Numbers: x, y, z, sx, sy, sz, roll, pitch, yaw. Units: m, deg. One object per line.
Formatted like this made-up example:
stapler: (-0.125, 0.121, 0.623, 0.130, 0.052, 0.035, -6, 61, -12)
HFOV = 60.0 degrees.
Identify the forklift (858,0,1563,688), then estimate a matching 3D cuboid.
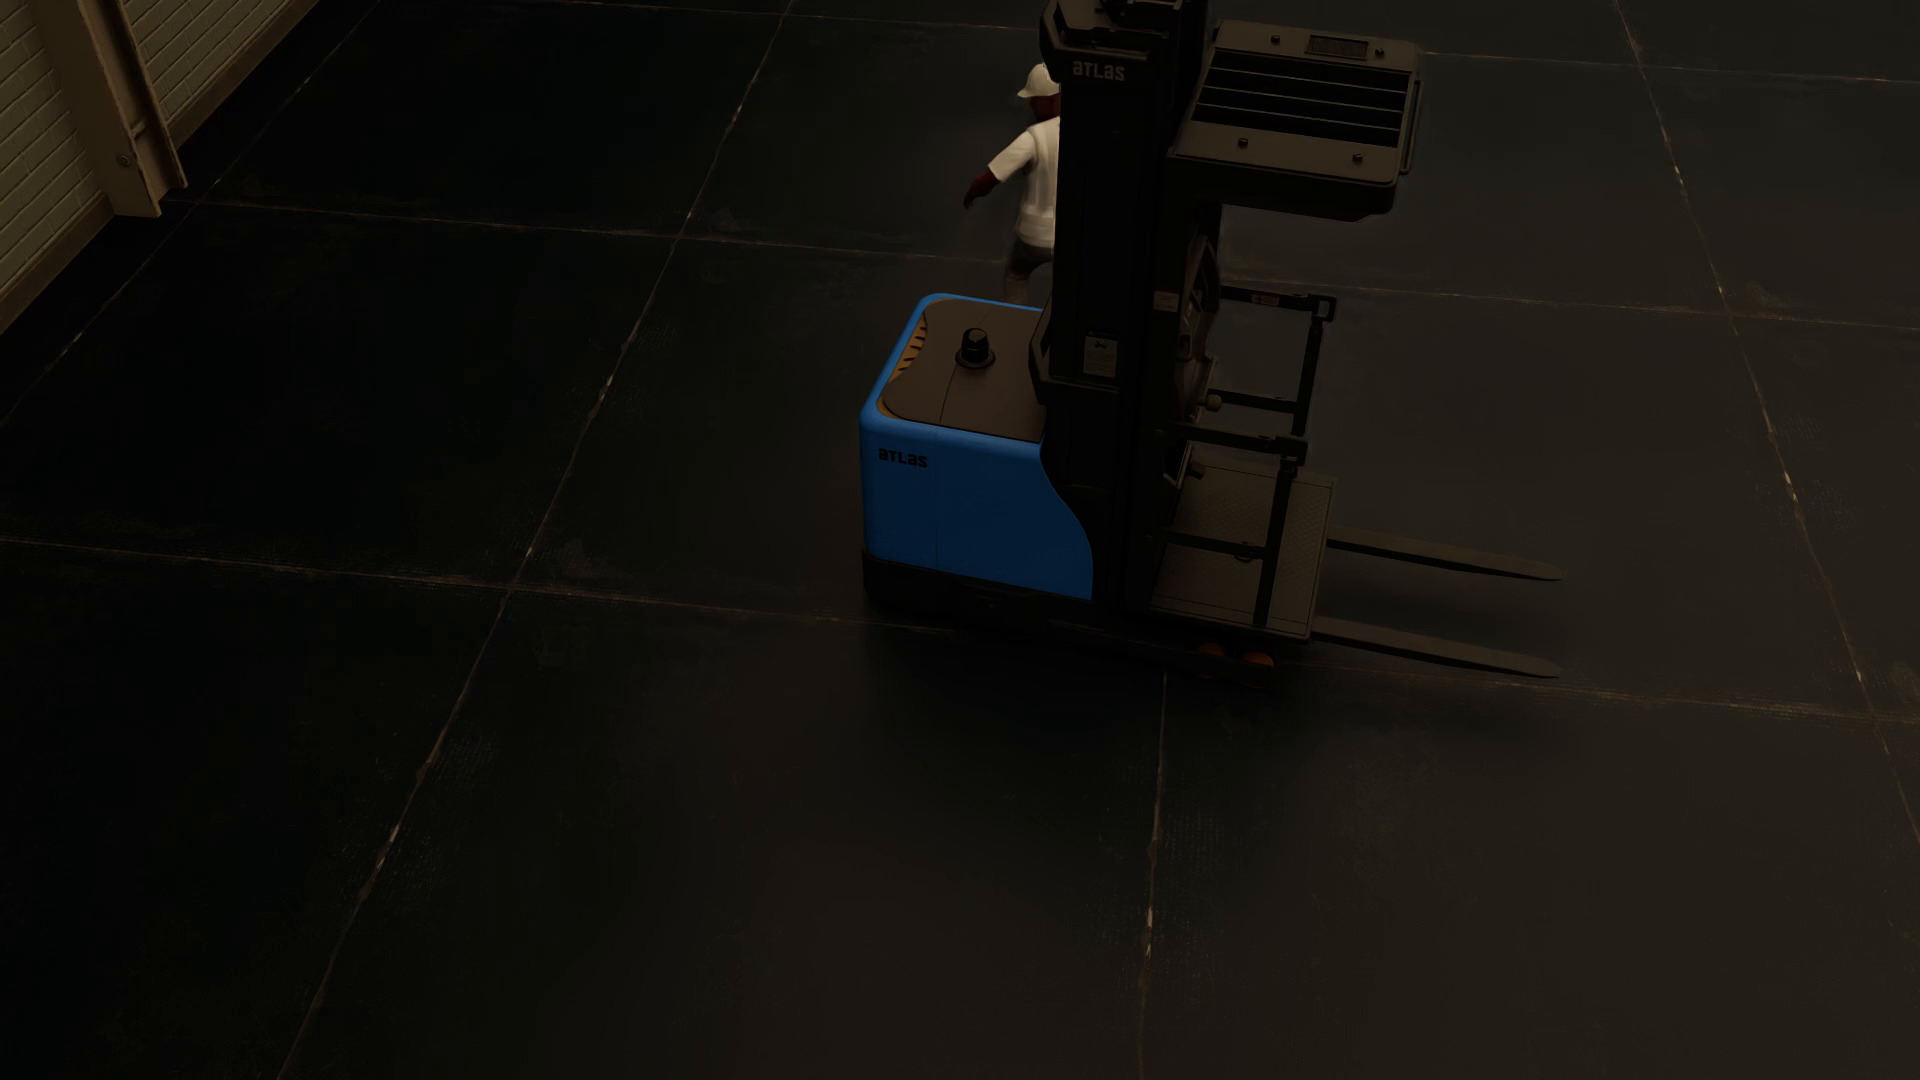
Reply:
forklift: (1.138, -0.840, 6.638, 3.031, 2.935, 1.130, 11, 44, 12)

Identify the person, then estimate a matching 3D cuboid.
person: (0.556, -1.620, 8.535, 1.049, 1.651, 0.508, -5, 43, -6)
